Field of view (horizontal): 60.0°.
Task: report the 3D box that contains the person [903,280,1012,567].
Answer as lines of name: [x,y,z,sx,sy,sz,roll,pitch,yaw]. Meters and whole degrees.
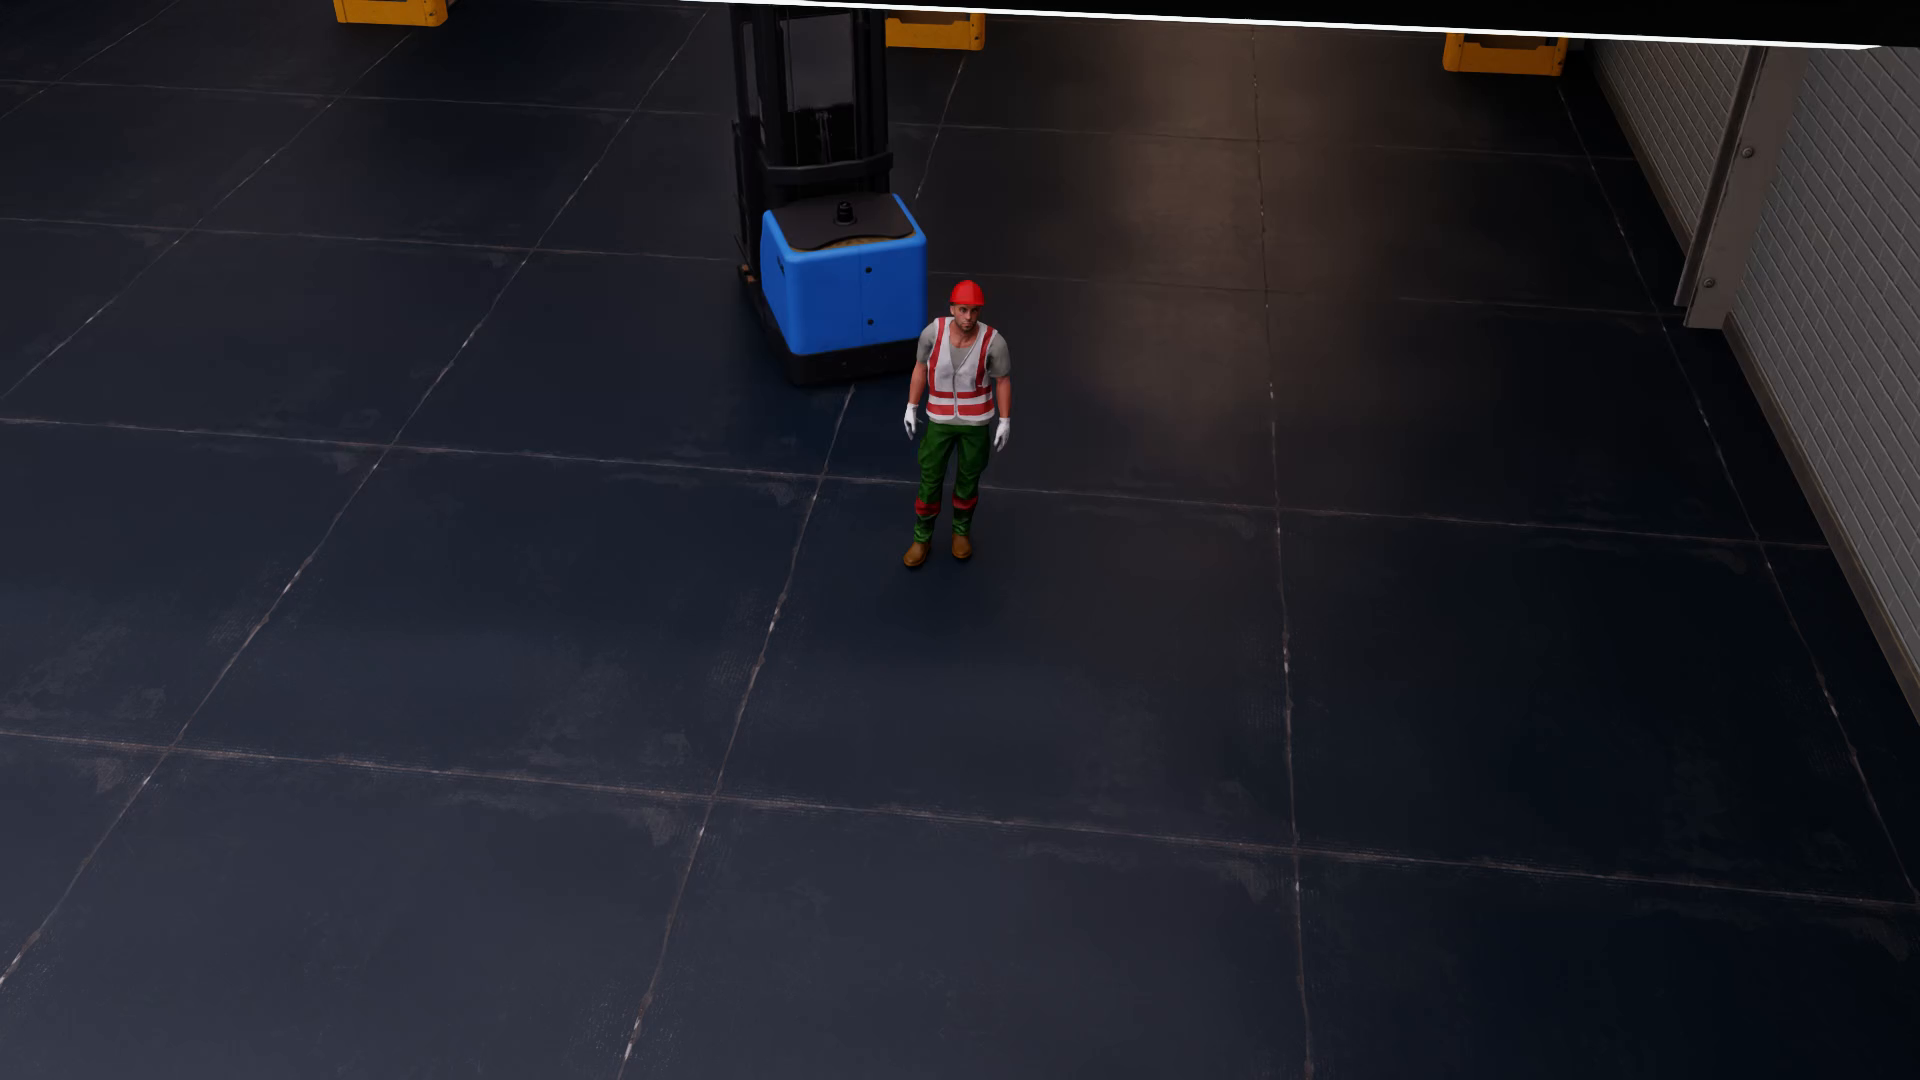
person: [-0.022,-0.680,9.902,0.637,1.787,0.564,4,37,6]

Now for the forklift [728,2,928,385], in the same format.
forklift: [-1.139,-3.164,12.323,1.130,2.935,3.031,-11,38,-14]
